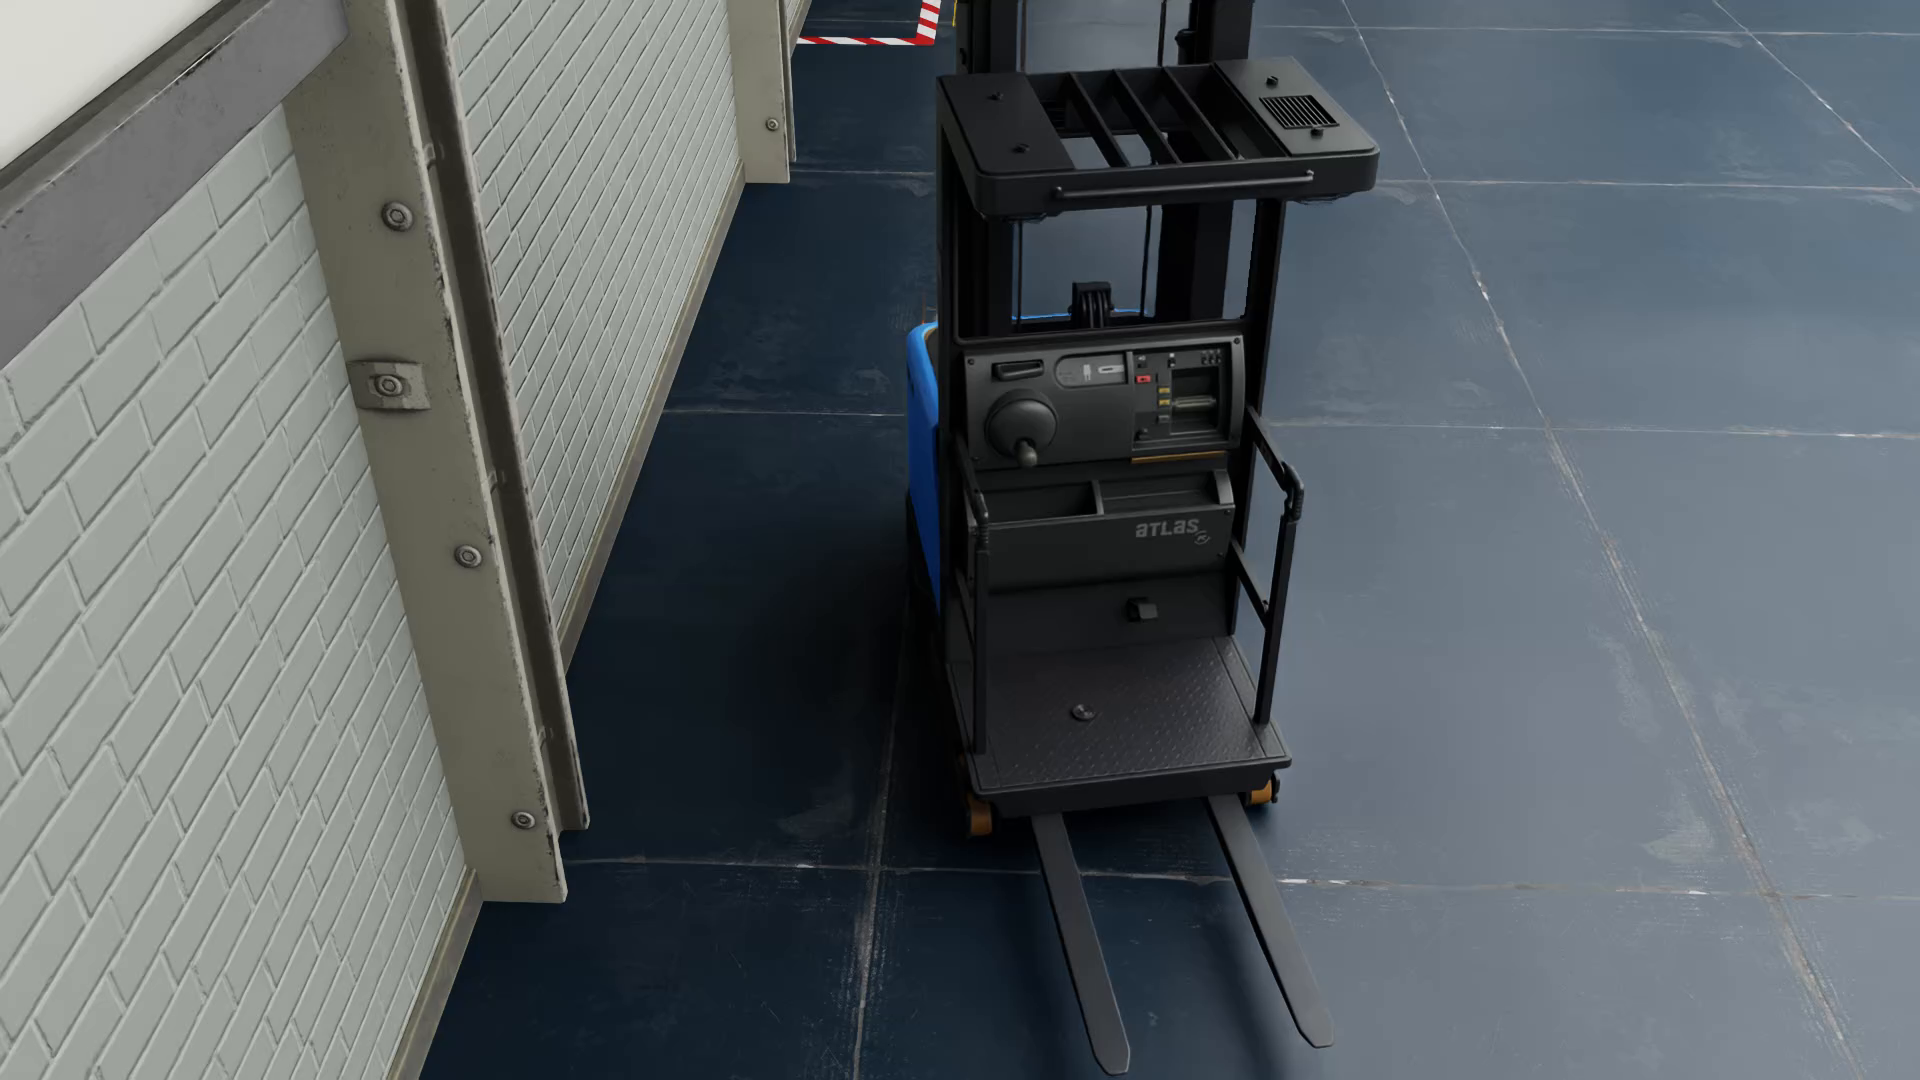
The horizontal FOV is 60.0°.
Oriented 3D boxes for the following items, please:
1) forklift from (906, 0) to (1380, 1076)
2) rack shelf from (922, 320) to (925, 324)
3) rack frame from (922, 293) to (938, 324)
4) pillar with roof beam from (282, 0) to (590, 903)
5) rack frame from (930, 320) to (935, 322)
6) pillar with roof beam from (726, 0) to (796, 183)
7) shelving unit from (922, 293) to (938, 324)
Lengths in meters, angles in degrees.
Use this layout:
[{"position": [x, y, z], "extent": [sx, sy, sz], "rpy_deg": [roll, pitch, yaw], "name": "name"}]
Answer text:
[{"position": [0.511, -0.392, 5.258], "extent": [1.130, 2.935, 3.031], "rpy_deg": [-5, 35, -7], "name": "forklift"}, {"position": [-0.040, -0.753, 6.933], "extent": [0.215, 0.259, 0.240], "rpy_deg": [-5, 35, -7], "name": "rack shelf"}, {"position": [-0.059, -0.599, 7.189], "extent": [0.200, 1.050, 0.008], "rpy_deg": [-5, 35, -7], "name": "rack frame"}, {"position": [2.838, -2.492, 2.970], "extent": [9.100, 9.000, 0.400], "rpy_deg": [1, 35, 2], "name": "pillar with roof beam"}, {"position": [-0.020, -0.460, 6.992], "extent": [0.200, 1.050, 0.008], "rpy_deg": [-5, 35, -7], "name": "rack frame"}, {"position": [3.079, -5.939, 7.875], "extent": [9.100, 9.000, 0.400], "rpy_deg": [1, 35, 2], "name": "pillar with roof beam"}, {"position": [-0.040, -0.529, 7.090], "extent": [0.215, 1.050, 0.252], "rpy_deg": [-5, 35, -7], "name": "shelving unit"}]
